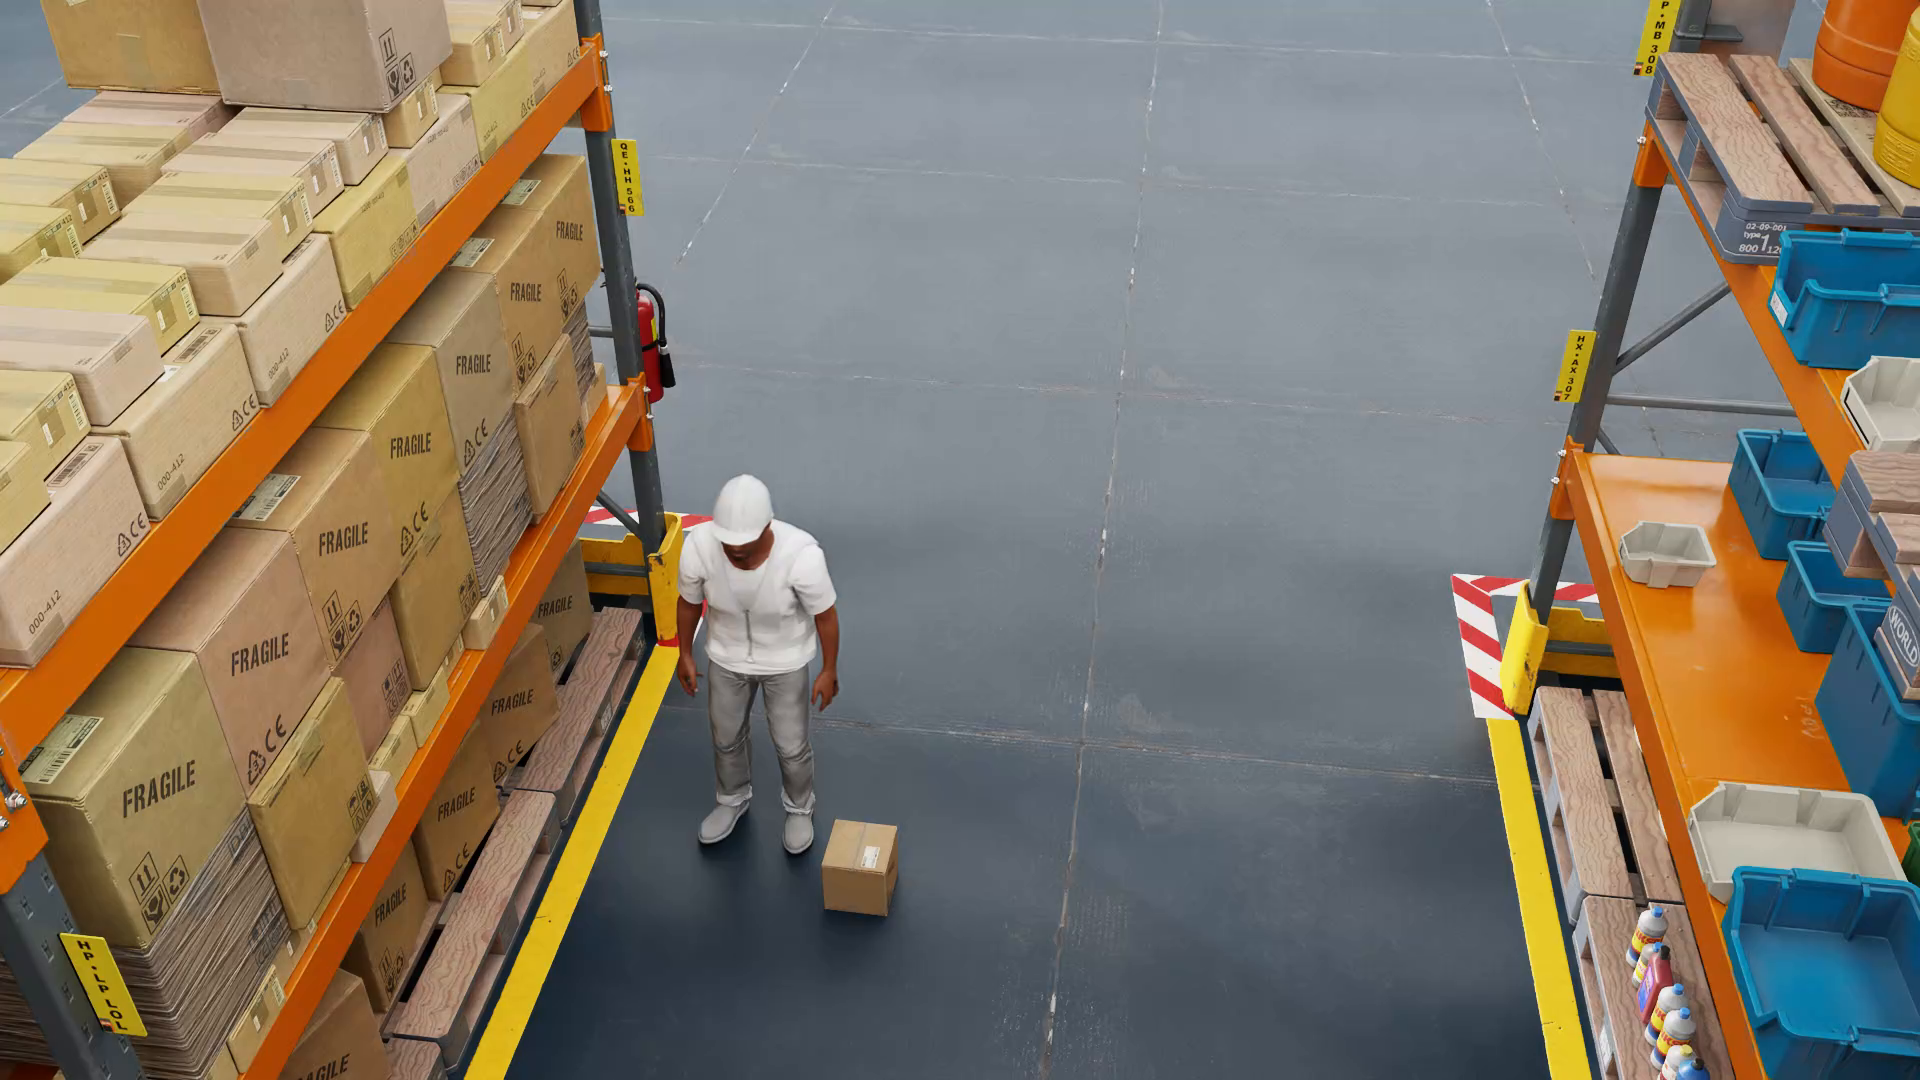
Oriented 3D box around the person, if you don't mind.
[{"bbox_3d":[-0.778,0.473,6.375,0.636,1.757,0.462,6,36,8],"label":"person"}]
